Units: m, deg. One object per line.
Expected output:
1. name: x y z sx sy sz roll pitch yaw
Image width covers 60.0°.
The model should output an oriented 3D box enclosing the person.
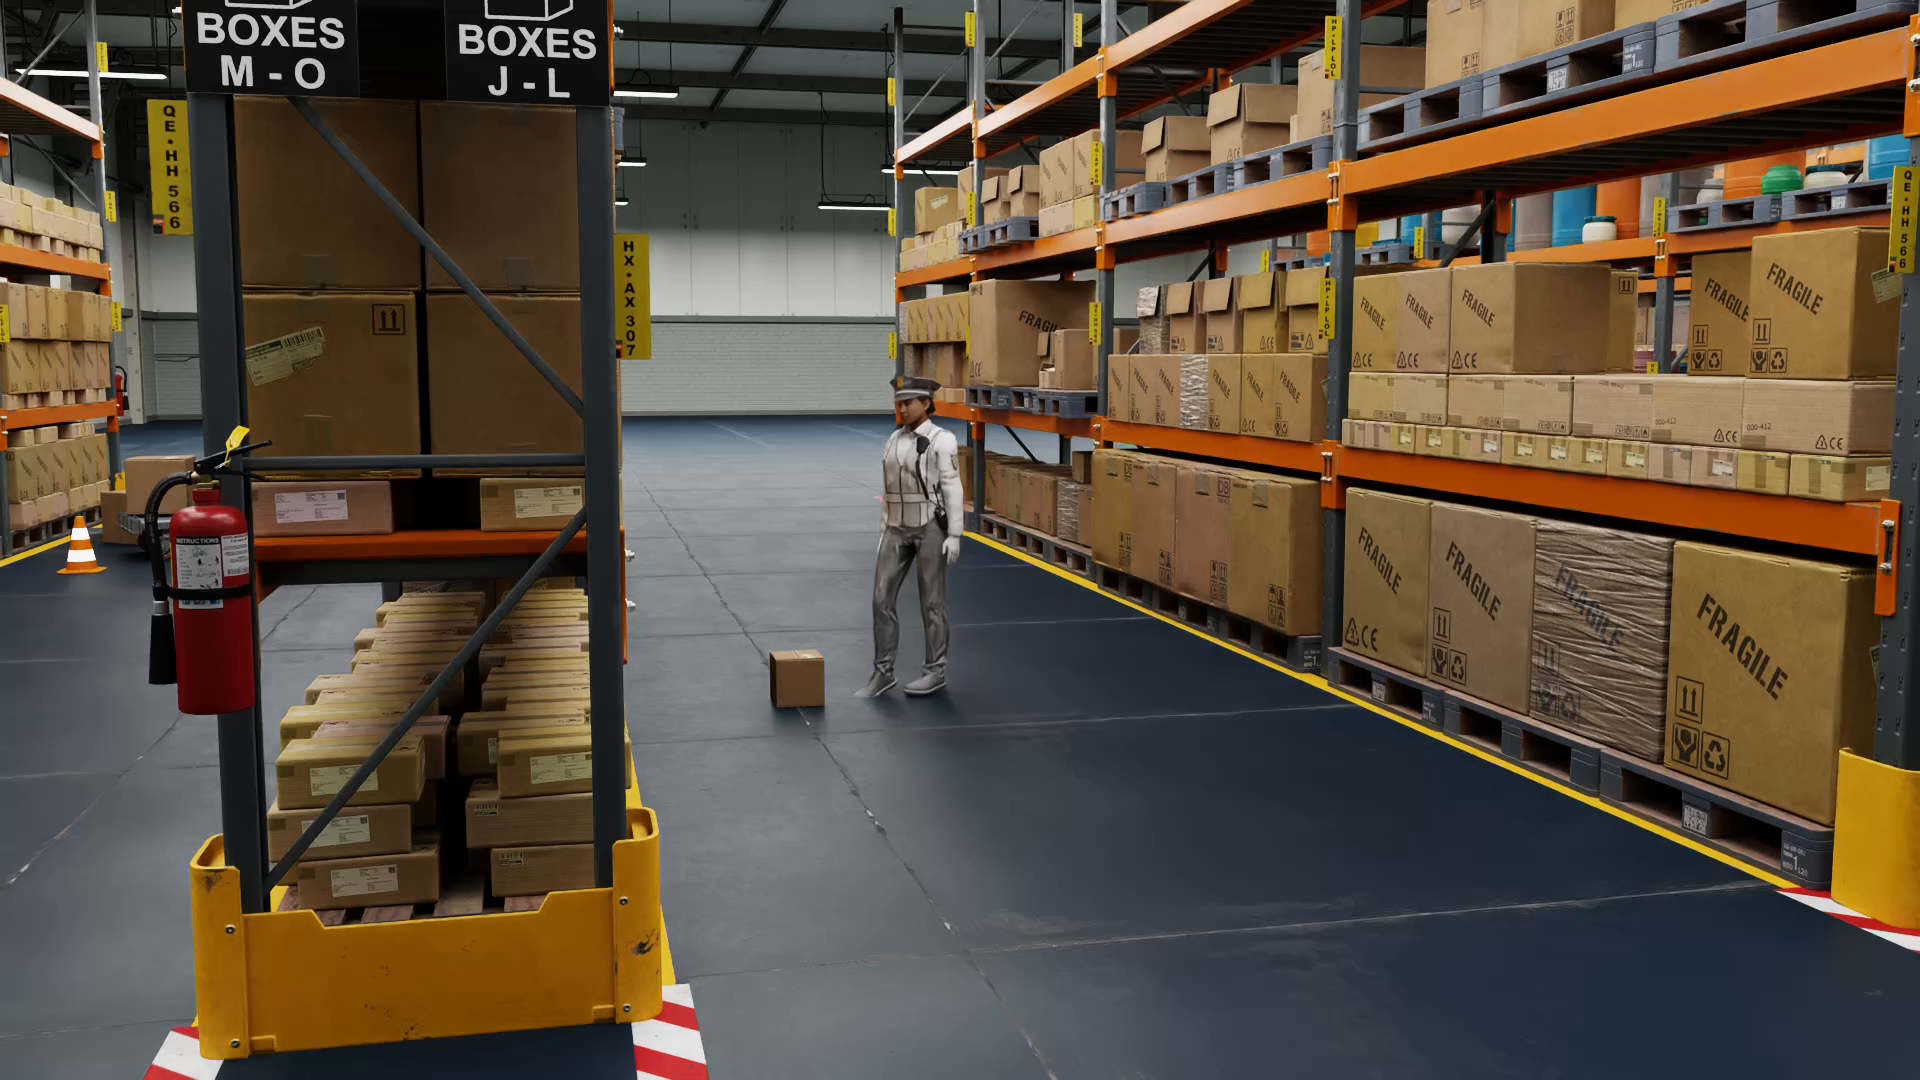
1. person: -0.255 0.006 8.701 0.518 1.724 0.457 4 8 35
